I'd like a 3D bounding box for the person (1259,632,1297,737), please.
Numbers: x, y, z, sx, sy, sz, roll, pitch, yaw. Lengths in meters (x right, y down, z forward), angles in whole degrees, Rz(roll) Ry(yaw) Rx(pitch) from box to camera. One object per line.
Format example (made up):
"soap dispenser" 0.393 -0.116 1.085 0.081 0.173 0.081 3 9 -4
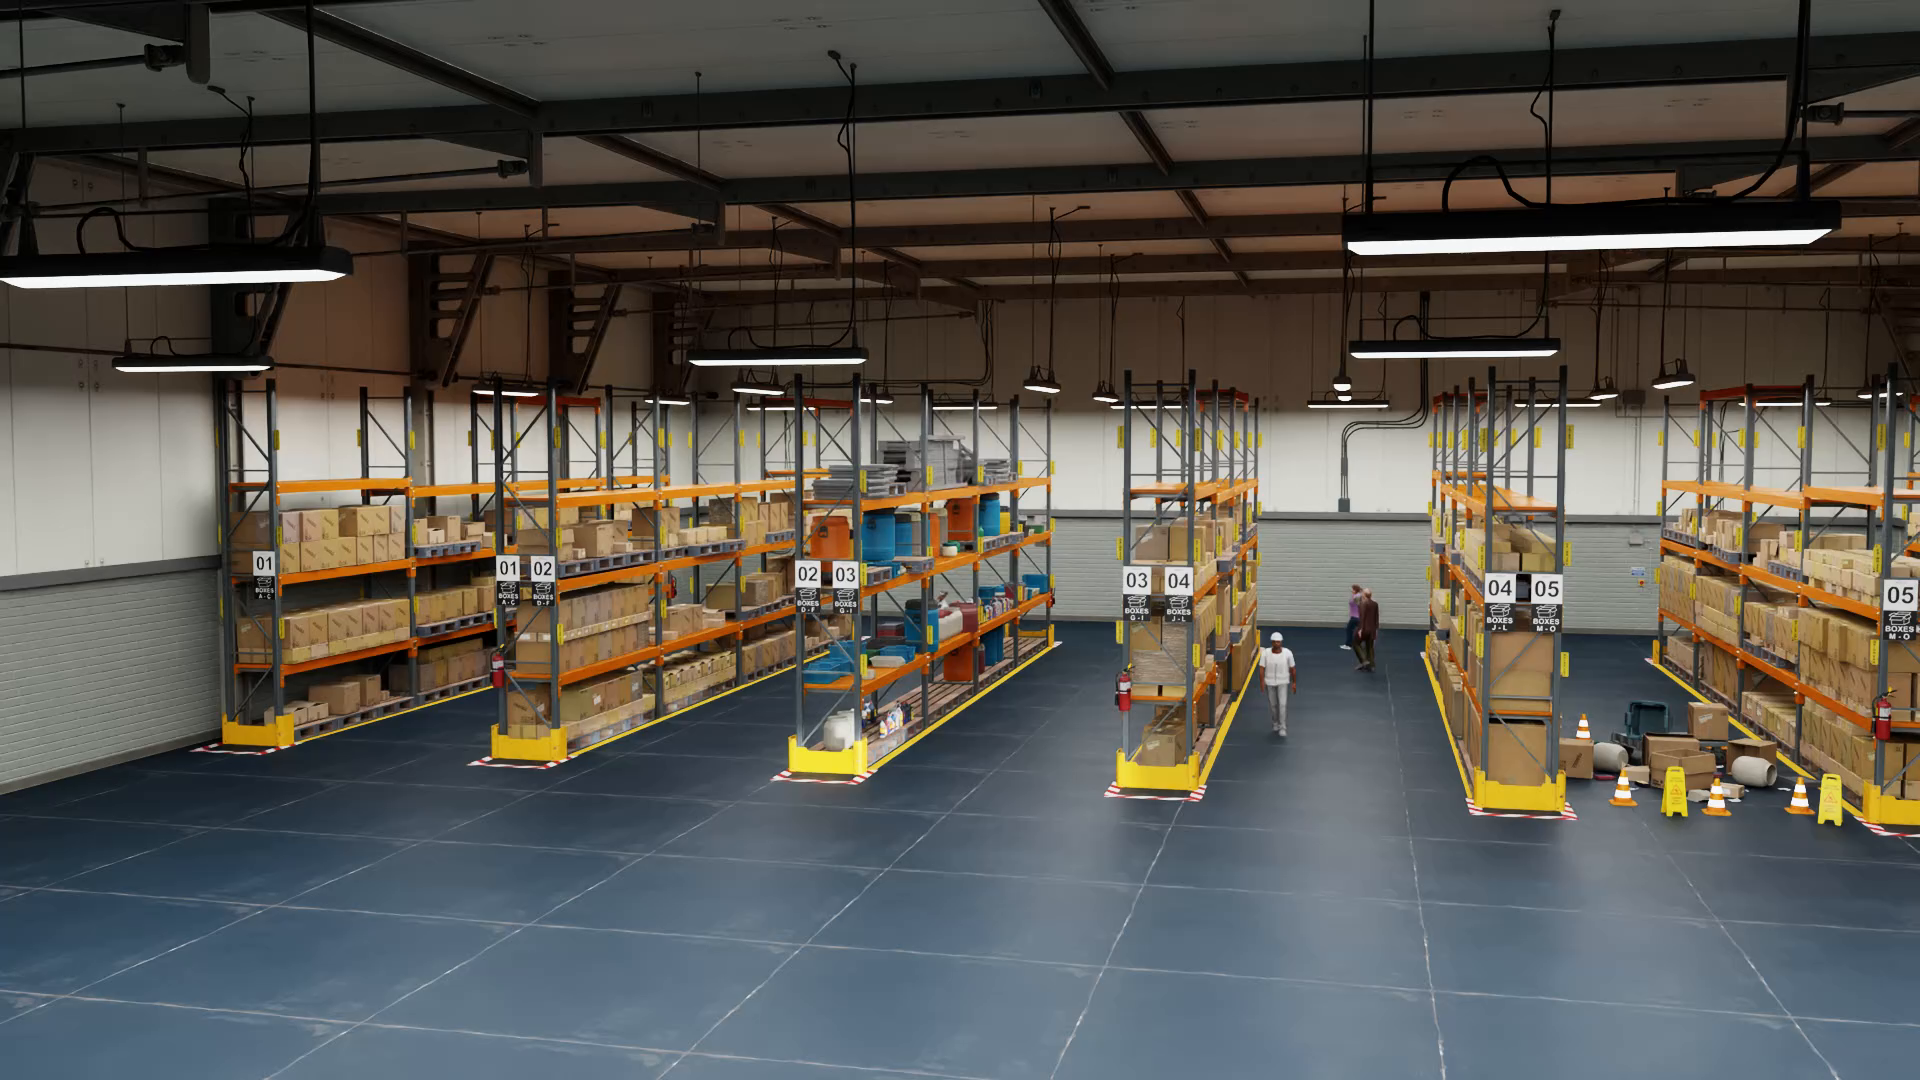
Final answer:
"person" 5.355 2.423 28.118 0.616 1.716 0.965 1 4 21

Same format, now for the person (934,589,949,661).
"person" -0.414 1.919 37.575 0.845 1.637 0.462 -2 4 -34

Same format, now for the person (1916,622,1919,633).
"person" 18.330 2.282 31.980 0.502 1.702 0.583 -1 3 -9

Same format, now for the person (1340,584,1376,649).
"person" 9.494 1.828 39.647 0.847 1.560 0.396 1 4 16

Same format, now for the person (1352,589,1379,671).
"person" 8.834 1.941 36.084 0.618 1.771 0.490 -2 4 -27
